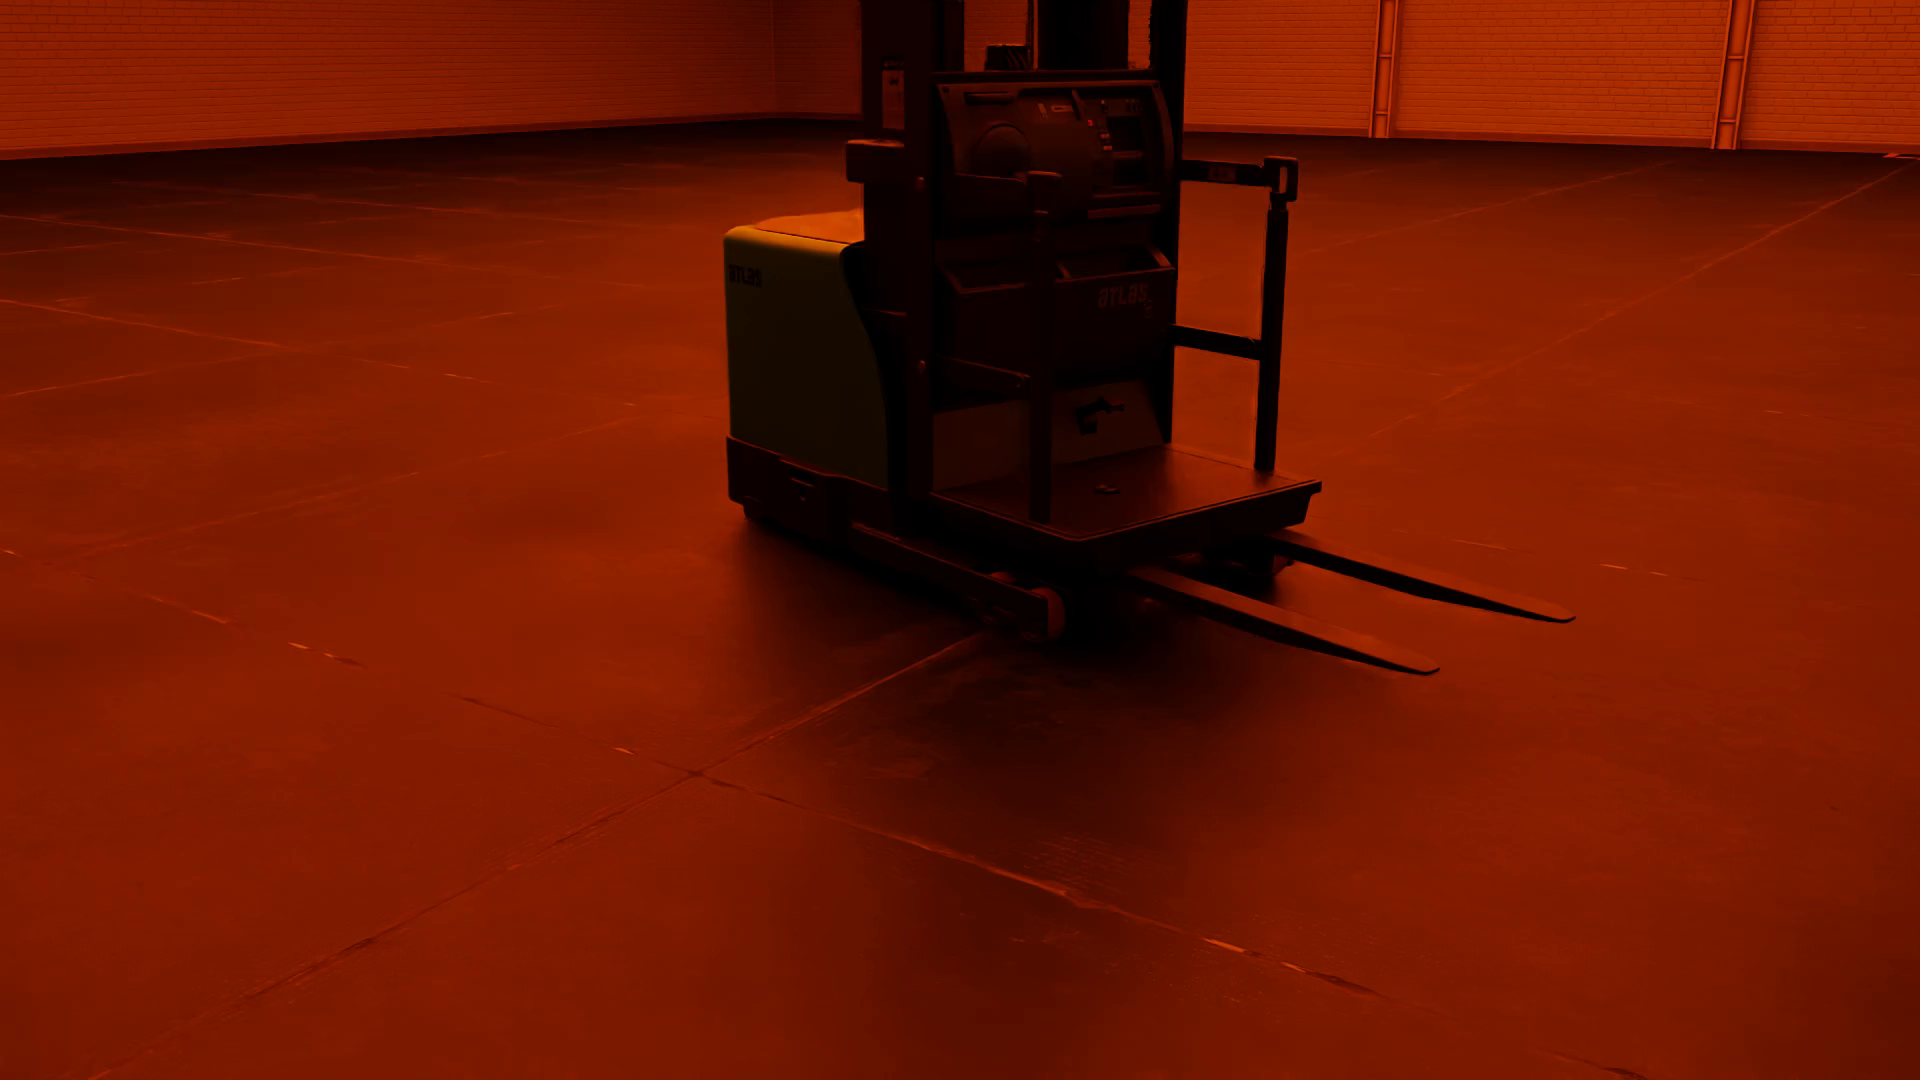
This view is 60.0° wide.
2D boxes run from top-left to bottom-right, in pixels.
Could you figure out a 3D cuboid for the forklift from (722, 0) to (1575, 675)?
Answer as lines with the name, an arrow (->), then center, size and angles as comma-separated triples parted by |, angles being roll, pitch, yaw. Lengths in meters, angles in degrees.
forklift -> 0.449, -1.261, 5.048 | 1.130, 2.935, 3.031 | -13, 21, -37
